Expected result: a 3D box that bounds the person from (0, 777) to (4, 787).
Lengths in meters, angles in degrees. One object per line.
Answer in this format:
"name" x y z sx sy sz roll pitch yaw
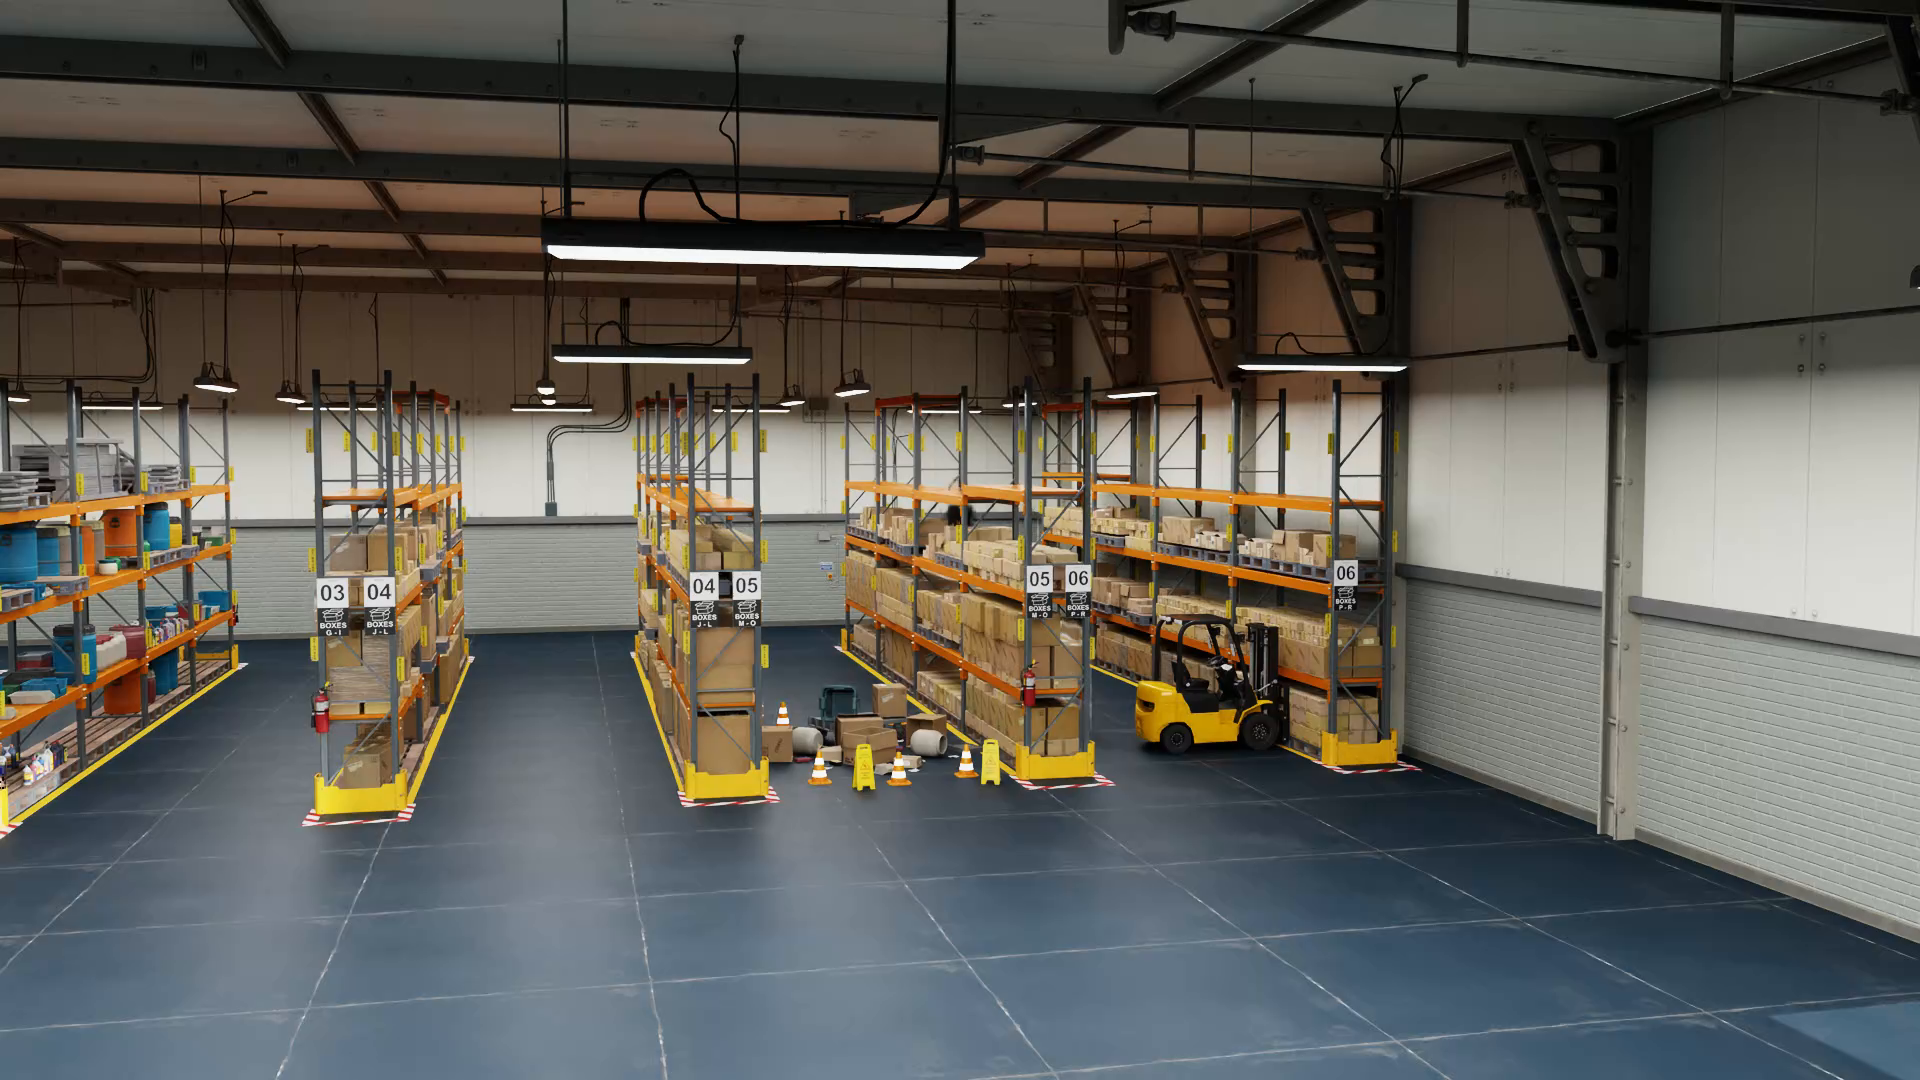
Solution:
"person" -12.172 3.040 20.384 0.795 1.577 0.609 0 3 -3
